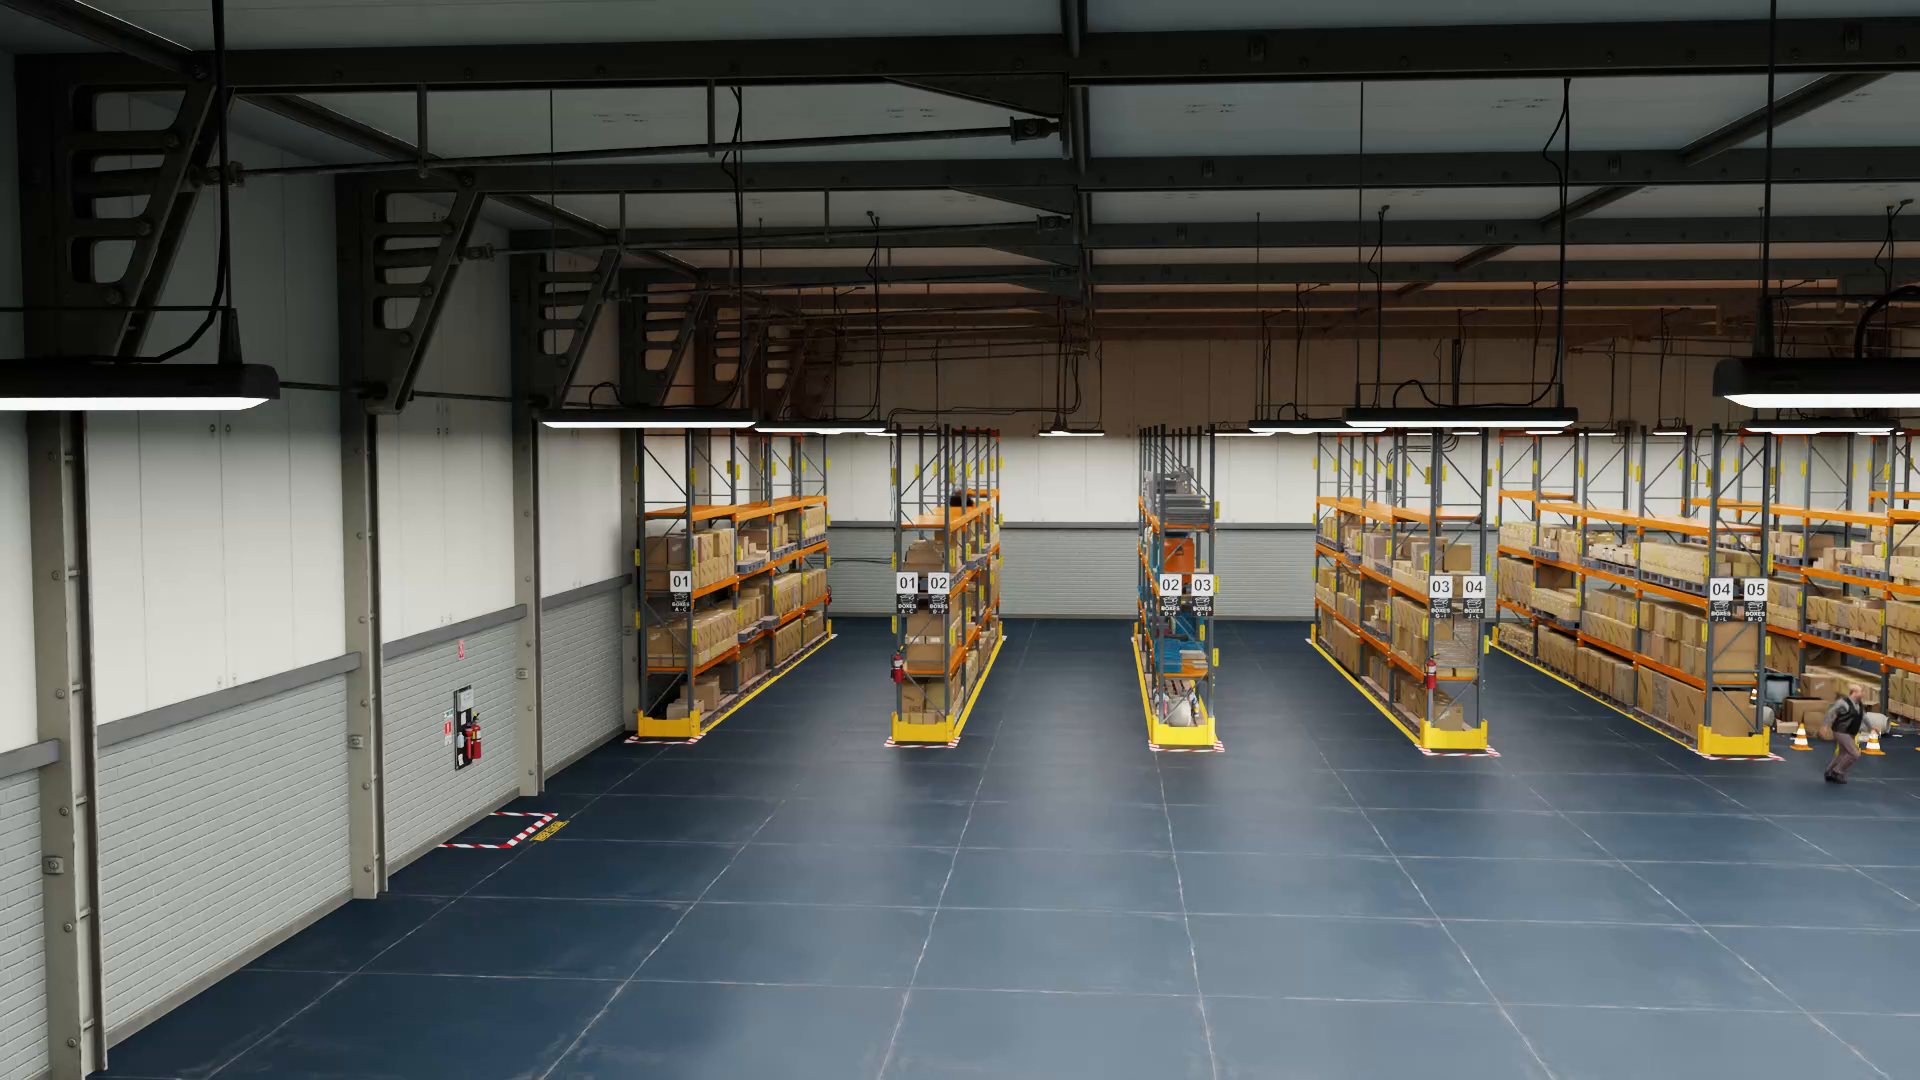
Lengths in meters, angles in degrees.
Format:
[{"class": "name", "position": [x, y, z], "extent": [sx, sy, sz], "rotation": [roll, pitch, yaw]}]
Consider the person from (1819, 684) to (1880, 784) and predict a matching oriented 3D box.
[{"class": "person", "position": [14.688, 3.202, 27.431], "extent": [0.640, 1.668, 0.799], "rotation": [-2, 4, -33]}]

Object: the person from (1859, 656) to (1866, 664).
[{"class": "person", "position": [22.411, 2.346, 41.803], "extent": [0.573, 1.644, 0.867], "rotation": [-1, 4, -10]}]
